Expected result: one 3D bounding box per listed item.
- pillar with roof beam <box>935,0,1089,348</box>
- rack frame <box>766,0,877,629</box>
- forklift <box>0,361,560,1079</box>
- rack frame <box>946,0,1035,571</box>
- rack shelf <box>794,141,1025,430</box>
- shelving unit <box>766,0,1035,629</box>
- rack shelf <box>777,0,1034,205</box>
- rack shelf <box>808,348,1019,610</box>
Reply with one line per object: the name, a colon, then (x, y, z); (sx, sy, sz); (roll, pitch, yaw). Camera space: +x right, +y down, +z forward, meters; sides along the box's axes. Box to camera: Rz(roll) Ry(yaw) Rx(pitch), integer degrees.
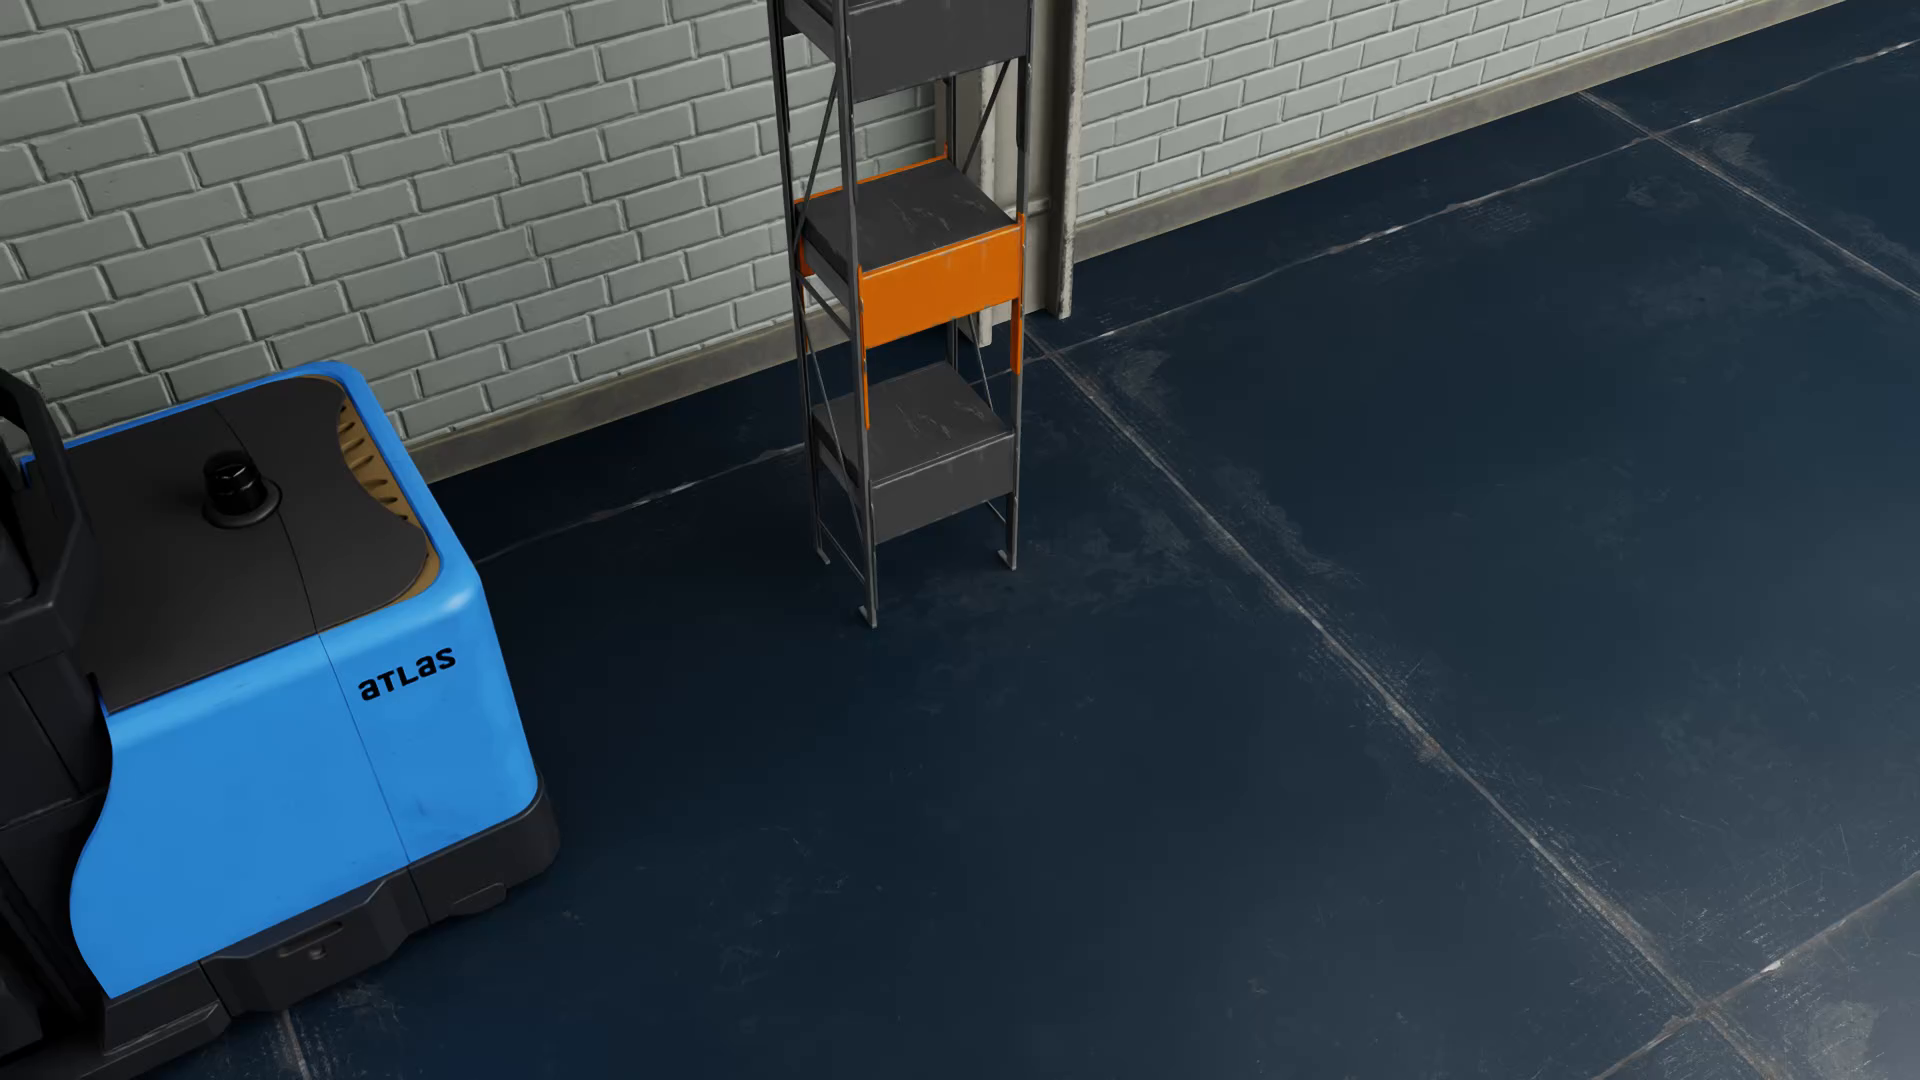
pillar with roof beam: (2.306, -1.479, 0.312); (0.400, 9.000, 9.100); (-22, 48, -21)
rack frame: (-0.355, -0.611, 4.372); (0.015, 2.100, 0.400); (-22, 48, -21)
forklift: (-2.565, 0.070, 3.073); (3.031, 2.935, 1.130); (-23, 49, -22)
rack frame: (0.068, -0.781, 4.547); (0.015, 2.100, 0.400); (-22, 48, -21)
rack shelf: (-0.144, -0.686, 4.469); (0.480, 0.518, 0.431); (-22, 48, -21)
shelving unit: (-0.144, -0.696, 4.460); (0.503, 2.100, 0.431); (-22, 48, -21)
rack shelf: (-0.143, -1.189, 3.981); (0.480, 0.518, 0.431); (-22, 48, -21)
rack shelf: (-0.144, -0.184, 4.957); (0.480, 0.518, 0.431); (-22, 48, -21)
